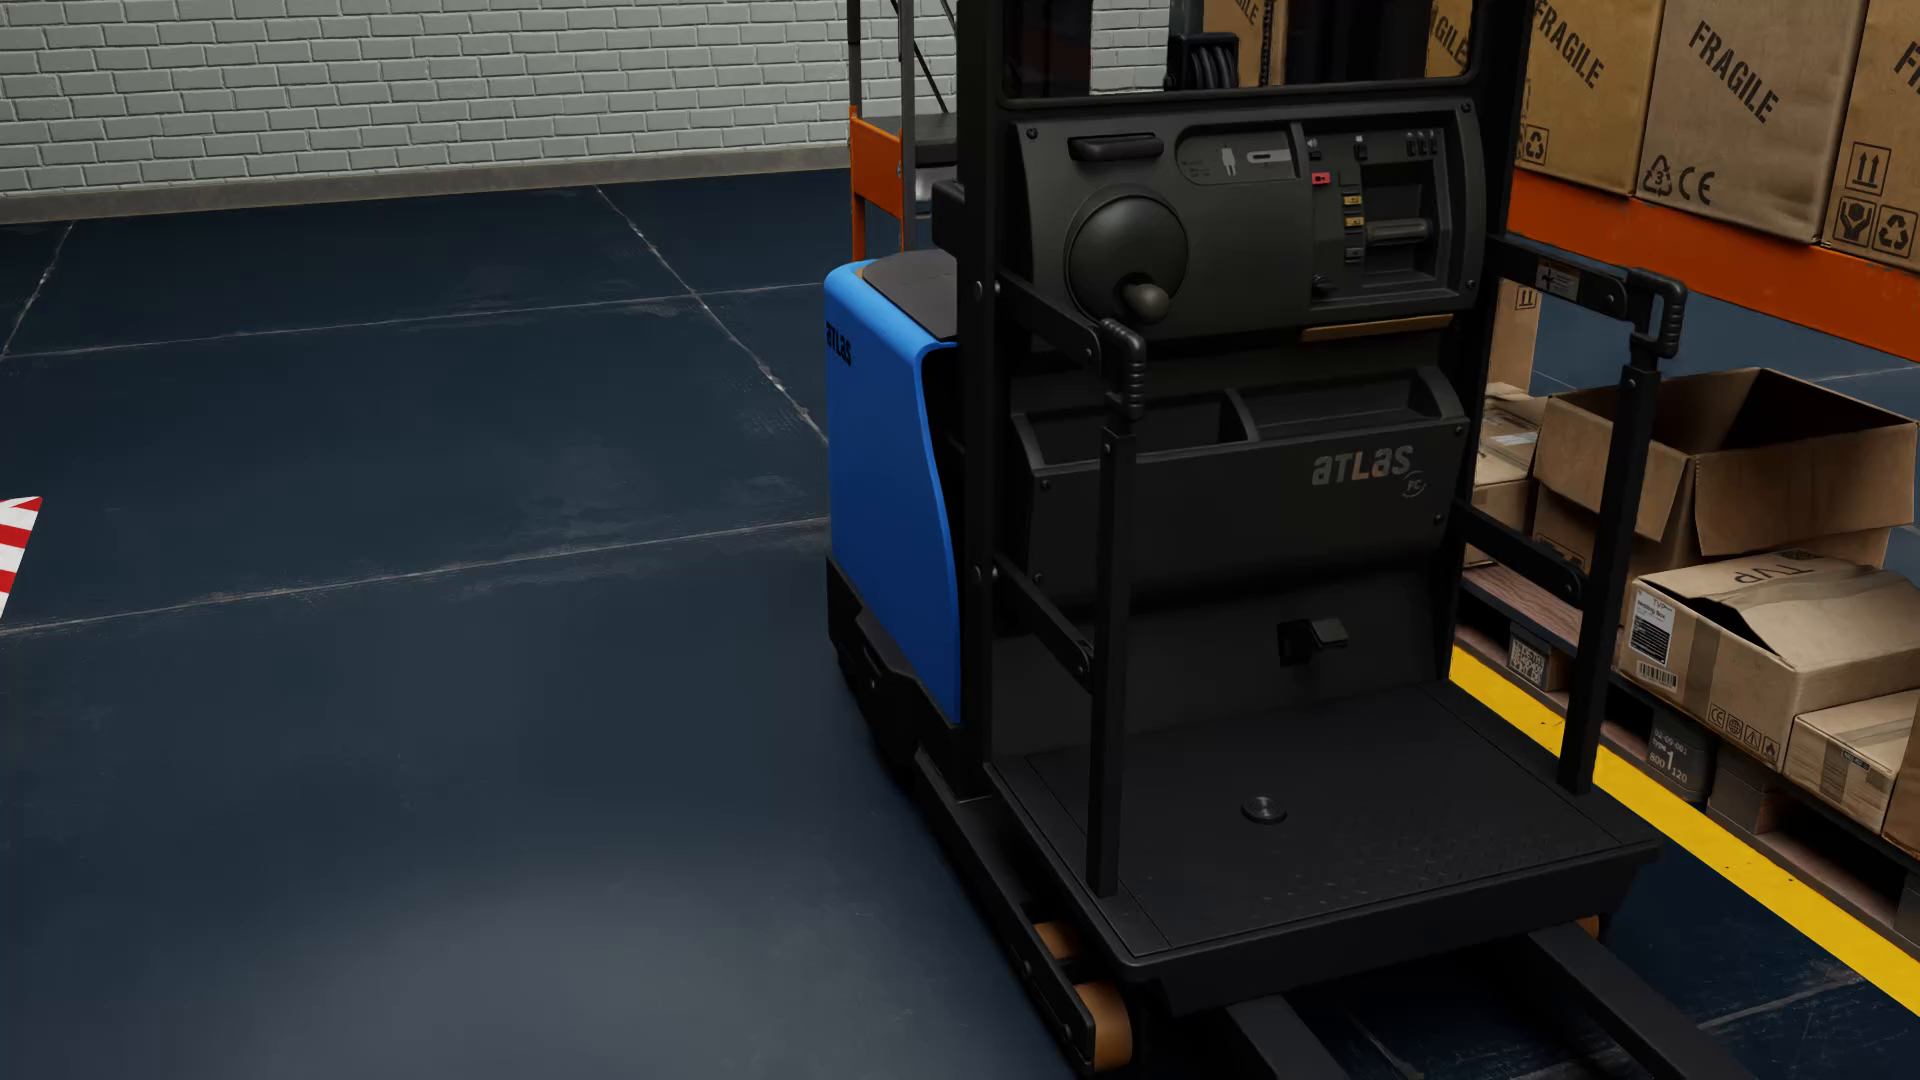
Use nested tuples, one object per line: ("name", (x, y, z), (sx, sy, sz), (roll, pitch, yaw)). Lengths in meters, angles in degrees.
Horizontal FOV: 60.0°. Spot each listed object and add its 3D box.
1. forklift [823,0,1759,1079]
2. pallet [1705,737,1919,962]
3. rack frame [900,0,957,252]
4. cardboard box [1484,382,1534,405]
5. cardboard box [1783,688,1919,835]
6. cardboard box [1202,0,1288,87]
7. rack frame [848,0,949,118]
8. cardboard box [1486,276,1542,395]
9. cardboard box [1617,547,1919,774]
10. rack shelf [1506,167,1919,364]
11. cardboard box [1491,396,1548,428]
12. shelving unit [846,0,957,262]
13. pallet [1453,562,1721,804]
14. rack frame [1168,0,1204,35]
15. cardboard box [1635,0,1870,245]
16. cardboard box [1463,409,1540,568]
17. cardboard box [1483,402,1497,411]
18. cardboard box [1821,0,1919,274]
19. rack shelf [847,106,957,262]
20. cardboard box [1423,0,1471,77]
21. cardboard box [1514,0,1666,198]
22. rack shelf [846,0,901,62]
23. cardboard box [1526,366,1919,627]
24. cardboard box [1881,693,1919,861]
("forklift", (0.620, -0.574, 2.838), (1.130, 2.935, 3.031), (-8, 24, -18))
("pallet", (2.362, 0.669, 3.392), (1.003, 0.211, 1.213), (-8, 24, -19))
("rack frame", (0.028, -0.939, 4.775), (0.400, 2.100, 0.015), (-8, 24, -19))
("cardboard box", (1.672, -0.394, 5.404), (0.380, 0.166, 0.250), (-8, 24, -19))
("cardboard box", (1.948, 0.448, 3.428), (0.380, 0.149, 0.250), (-8, 24, -19))
("cardboard box", (1.100, -1.669, 5.218), (0.500, 0.500, 0.500), (-8, 24, -18))
("rack frame", (-0.145, -1.116, 5.195), (0.400, 2.100, 0.015), (-8, 24, -19))
("cardboard box", (1.613, -0.707, 5.717), (0.500, 0.500, 0.500), (-8, 24, -19))
("cardboard box", (1.872, 0.229, 3.740), (0.500, 0.311, 0.500), (-8, 24, -19))
("rack shelf", (1.897, -0.762, 4.122), (1.077, 0.370, 4.000), (-8, 24, -19))
("cardboard box", (1.920, -0.243, 4.937), (0.500, 0.250, 0.500), (-8, 24, -19))
("shelving unit", (-0.058, -1.028, 4.985), (0.431, 2.100, 0.503), (-8, 24, -19))
("pallet", (1.927, 0.225, 4.445), (1.003, 0.211, 1.213), (-8, 24, -19))
("rack frame", (1.190, -1.820, 5.706), (1.000, 3.000, 0.127), (-8, 24, -19))
("cardboard box", (1.820, -0.933, 3.472), (0.500, 0.500, 0.500), (-8, 24, -18))
("cardboard box", (1.470, -0.156, 4.731), (0.500, 0.250, 0.500), (-8, 24, -19))
("cardboard box", (1.294, -0.337, 5.162), (0.500, 0.250, 0.500), (-8, 24, -19))
("cardboard box", (2.003, -0.746, 3.030), (0.500, 0.500, 0.500), (-8, 24, -17))
("rack shelf", (-0.058, -1.015, 4.990), (0.431, 0.518, 0.480), (-8, 24, -19))
("cardboard box", (1.462, -1.299, 4.341), (0.500, 0.500, 0.500), (-8, 24, -19))
("cardboard box", (1.637, -1.117, 3.910), (0.500, 0.500, 0.500), (-8, 24, -18))
("rack shelf", (-0.058, -1.660, 4.718), (0.431, 0.518, 0.480), (-8, 24, -19))
("cardboard box", (1.935, -0.101, 4.275), (0.797, 0.503, 0.637), (-8, 24, -19))
("cardboard box", (2.137, 0.414, 3.057), (0.500, 0.500, 0.500), (-8, 24, -19))
